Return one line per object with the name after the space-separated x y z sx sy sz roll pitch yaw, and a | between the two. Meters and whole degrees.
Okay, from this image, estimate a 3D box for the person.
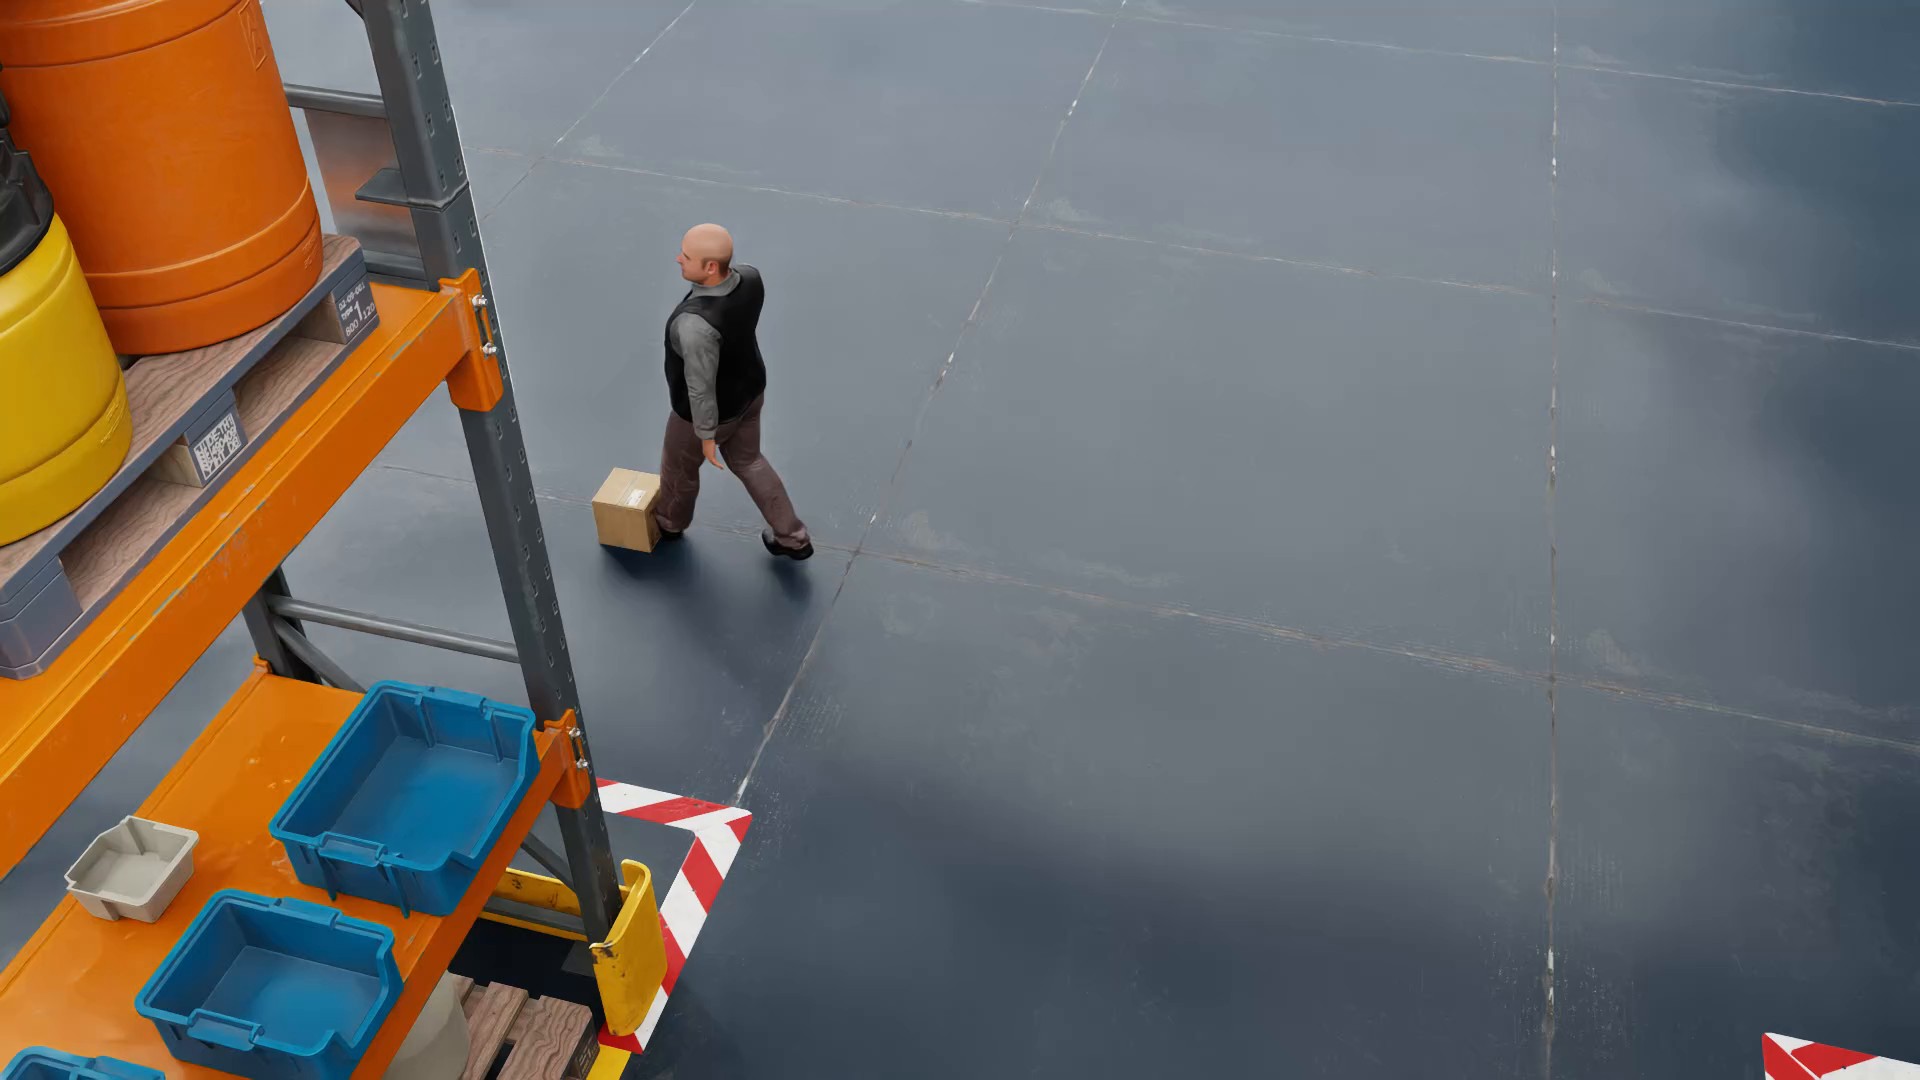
-1.073 -0.618 6.918 0.941 1.676 0.590 18 44 20 | person
